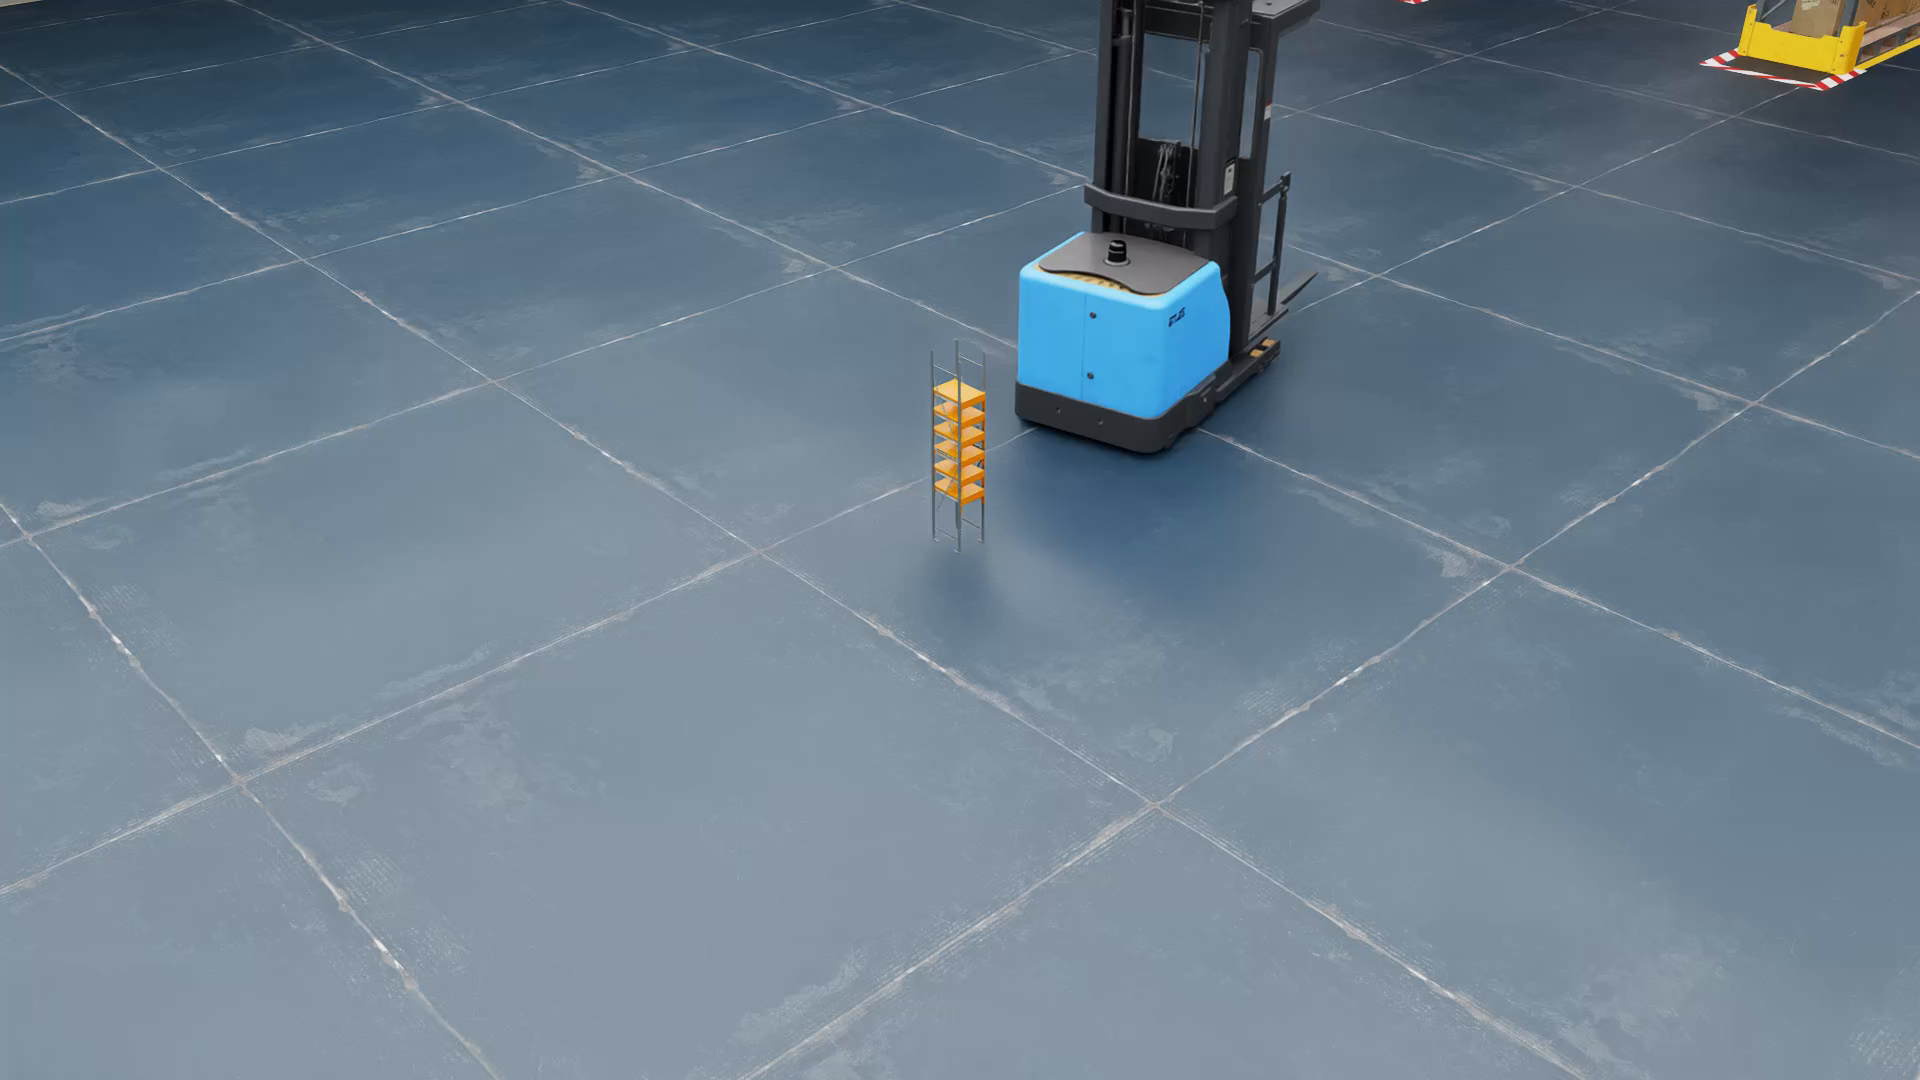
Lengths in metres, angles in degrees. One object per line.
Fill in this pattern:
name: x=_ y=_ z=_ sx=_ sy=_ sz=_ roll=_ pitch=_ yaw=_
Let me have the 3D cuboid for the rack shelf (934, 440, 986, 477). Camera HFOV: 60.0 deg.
rack shelf: x=-0.011 y=-0.469 z=9.286 sx=0.180 sy=0.103 sz=0.258 roll=-26 pitch=40 yaw=-35

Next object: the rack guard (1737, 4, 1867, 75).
rack guard: x=9.083 y=-5.422 z=17.972 sx=0.348 sy=0.500 sz=1.175 roll=-26 pitch=40 yaw=-35

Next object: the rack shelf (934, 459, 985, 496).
rack shelf: x=-0.011 y=-0.366 z=9.349 sx=0.180 sy=0.103 sz=0.258 roll=-26 pitch=40 yaw=-35

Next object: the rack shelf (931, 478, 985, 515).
rack shelf: x=-0.011 y=-0.264 z=9.411 sx=0.180 sy=0.103 sz=0.258 roll=-26 pitch=40 yaw=-35

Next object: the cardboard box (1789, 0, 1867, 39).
cardboard box: x=9.497 y=-5.789 z=18.170 sx=0.500 sy=0.500 sz=0.500 roll=-18 pitch=36 yaw=-27

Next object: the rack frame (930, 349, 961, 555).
rack frame: x=-0.078 y=-0.474 z=9.210 sx=0.006 sy=1.200 sz=0.240 roll=-26 pitch=40 yaw=-35

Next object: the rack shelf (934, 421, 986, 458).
rack shelf: x=-0.011 y=-0.571 z=9.224 sx=0.180 sy=0.103 sz=0.258 roll=-26 pitch=40 yaw=-35

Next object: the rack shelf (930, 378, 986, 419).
rack shelf: x=-0.011 y=-0.776 z=9.098 sx=0.180 sy=0.103 sz=0.258 roll=-26 pitch=40 yaw=-35

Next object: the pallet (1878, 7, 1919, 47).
pallet: x=10.597 y=-6.004 z=19.201 sx=1.213 sy=0.211 sz=1.003 roll=-26 pitch=40 yaw=-35

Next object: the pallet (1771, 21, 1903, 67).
pallet: x=9.703 y=-5.573 z=18.497 sx=1.213 sy=0.211 sz=1.003 roll=-26 pitch=40 yaw=-35

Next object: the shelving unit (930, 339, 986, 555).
shelving unit: x=-0.011 y=-0.507 z=9.263 sx=0.189 sy=1.200 sz=0.258 roll=-26 pitch=40 yaw=-35

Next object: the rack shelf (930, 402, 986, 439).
rack shelf: x=-0.011 y=-0.674 z=9.161 sx=0.180 sy=0.103 sz=0.258 roll=-26 pitch=40 yaw=-35

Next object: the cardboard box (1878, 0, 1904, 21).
cardboard box: x=10.384 y=-6.229 z=18.890 sx=0.500 sy=0.500 sz=0.500 roll=-22 pitch=38 yaw=-31

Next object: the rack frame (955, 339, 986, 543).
rack frame: x=0.056 y=-0.539 z=9.316 sx=0.006 sy=1.200 sz=0.240 roll=-26 pitch=40 yaw=-35

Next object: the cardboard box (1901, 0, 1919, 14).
cardboard box: x=10.823 y=-6.410 z=19.185 sx=0.500 sy=0.500 sz=0.500 roll=25 pitch=39 yaw=35

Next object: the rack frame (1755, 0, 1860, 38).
rack frame: x=9.028 y=-6.461 z=17.276 sx=0.127 sy=3.000 sz=1.000 roll=-26 pitch=40 yaw=-35

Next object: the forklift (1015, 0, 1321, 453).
forklift: x=1.579 y=-2.518 z=10.892 sx=1.130 sy=2.935 sz=3.031 roll=19 pitch=36 yaw=28

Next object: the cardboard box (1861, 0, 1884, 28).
cardboard box: x=9.912 y=-6.014 z=18.538 sx=0.500 sy=0.500 sz=0.500 roll=-15 pitch=35 yaw=-23
